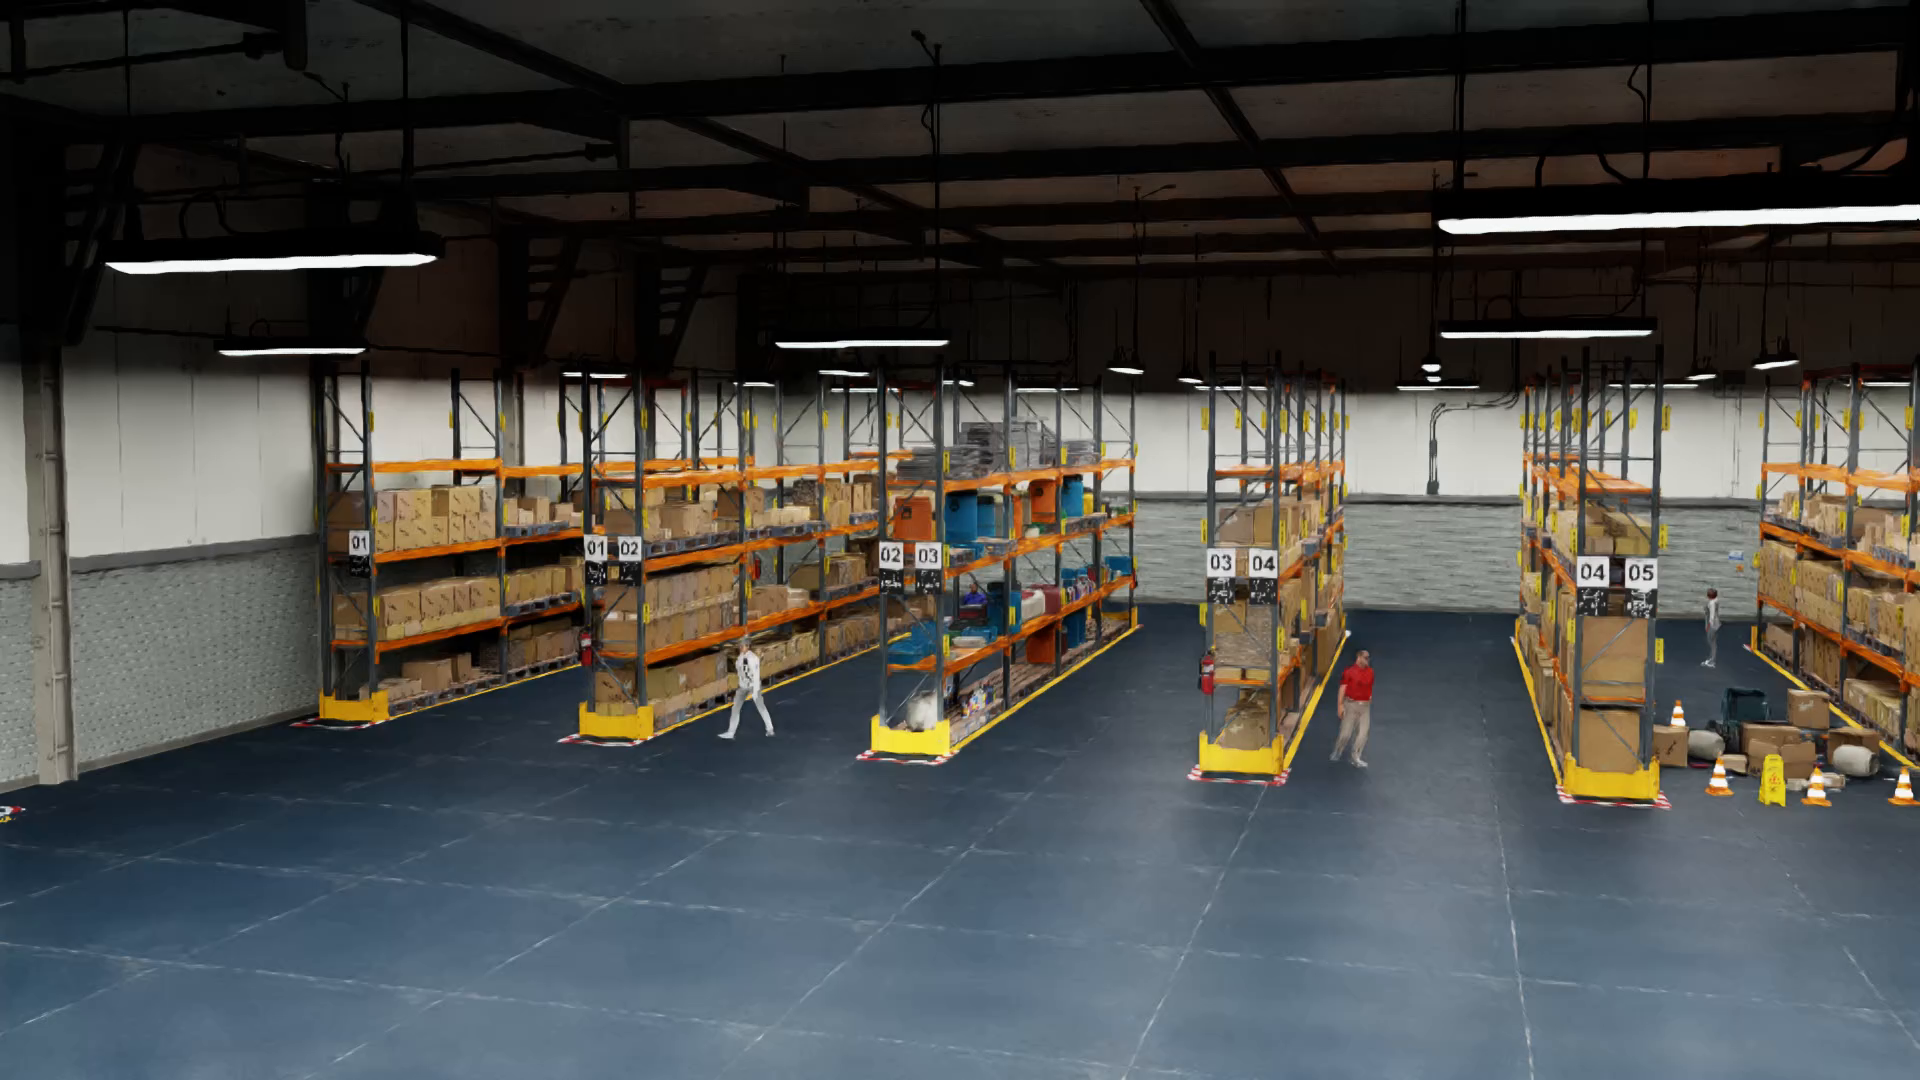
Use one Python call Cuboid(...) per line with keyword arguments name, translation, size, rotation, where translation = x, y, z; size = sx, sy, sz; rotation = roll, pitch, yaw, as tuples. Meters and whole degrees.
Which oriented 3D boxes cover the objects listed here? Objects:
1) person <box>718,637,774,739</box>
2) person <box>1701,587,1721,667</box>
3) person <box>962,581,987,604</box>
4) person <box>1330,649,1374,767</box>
Cuboid(name="person", translation=(-3.344, 2.316, 26.205), size=(0.524, 1.623, 0.912), rotation=(3, 5, 40))
Cuboid(name="person", translation=(15.352, 1.786, 33.973), size=(0.361, 1.617, 0.454), rotation=(3, 5, 33))
Cuboid(name="person", translation=(0.326, 1.666, 35.599), size=(0.592, 1.604, 0.518), rotation=(1, 4, 14))
Cuboid(name="person", translation=(5.707, 2.421, 24.194), size=(0.602, 1.713, 0.565), rotation=(-1, 4, -19))
